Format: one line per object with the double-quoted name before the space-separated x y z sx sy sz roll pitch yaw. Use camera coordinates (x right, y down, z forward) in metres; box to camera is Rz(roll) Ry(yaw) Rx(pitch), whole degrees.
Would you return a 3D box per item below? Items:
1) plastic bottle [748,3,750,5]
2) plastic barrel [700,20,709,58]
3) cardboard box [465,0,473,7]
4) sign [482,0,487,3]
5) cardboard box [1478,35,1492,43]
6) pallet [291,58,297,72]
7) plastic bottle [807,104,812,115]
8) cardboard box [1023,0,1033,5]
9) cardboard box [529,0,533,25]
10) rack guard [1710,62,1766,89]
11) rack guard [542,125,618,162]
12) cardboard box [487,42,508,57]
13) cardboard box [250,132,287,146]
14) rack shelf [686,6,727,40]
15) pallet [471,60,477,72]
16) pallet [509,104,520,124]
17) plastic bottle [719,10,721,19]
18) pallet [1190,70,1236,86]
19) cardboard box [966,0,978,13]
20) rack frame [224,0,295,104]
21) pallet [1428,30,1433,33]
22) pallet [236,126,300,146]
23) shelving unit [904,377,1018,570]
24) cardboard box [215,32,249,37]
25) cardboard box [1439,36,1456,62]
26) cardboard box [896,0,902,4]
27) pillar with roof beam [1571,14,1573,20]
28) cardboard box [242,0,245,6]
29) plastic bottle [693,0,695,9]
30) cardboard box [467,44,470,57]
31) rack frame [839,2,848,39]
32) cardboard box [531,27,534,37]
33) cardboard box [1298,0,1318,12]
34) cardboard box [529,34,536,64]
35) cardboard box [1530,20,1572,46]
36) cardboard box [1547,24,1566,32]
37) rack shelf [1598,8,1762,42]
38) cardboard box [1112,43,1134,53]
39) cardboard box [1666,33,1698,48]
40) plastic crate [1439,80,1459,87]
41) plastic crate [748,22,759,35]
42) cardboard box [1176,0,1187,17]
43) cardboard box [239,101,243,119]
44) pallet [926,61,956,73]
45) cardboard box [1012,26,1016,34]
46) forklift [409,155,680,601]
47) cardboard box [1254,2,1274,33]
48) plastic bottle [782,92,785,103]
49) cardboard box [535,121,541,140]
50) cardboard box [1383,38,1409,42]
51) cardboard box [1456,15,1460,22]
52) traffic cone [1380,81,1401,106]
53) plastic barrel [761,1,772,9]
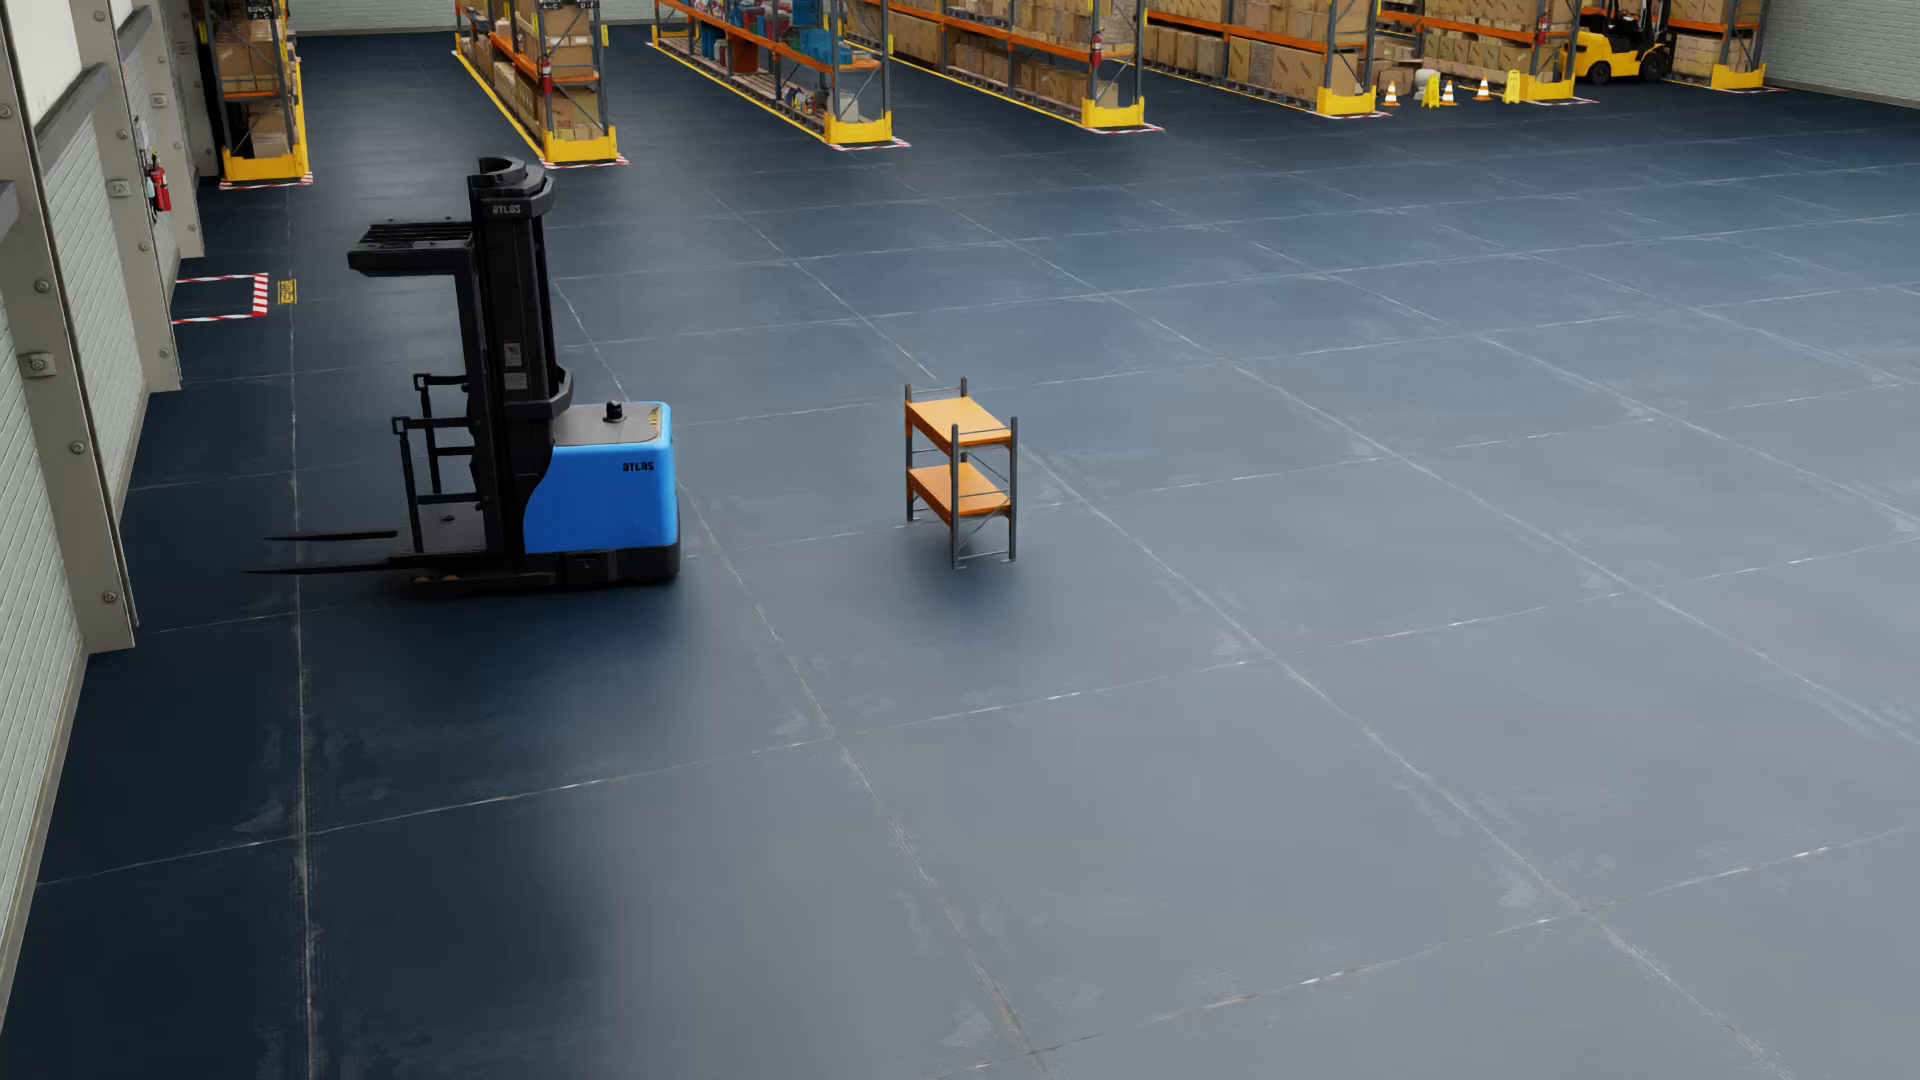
"plastic bottle" -4.723 -11.879 37.237 0.097 0.271 0.097 0 23 0
"plastic barrel" -5.802 -11.870 39.212 0.600 0.901 0.708 -8 24 -19
"cardboard box" -10.656 -12.202 37.169 0.700 0.500 0.500 -18 29 -36
"sign" -9.705 -11.131 33.908 0.100 0.325 0.005 -8 24 -19
"cardboard box" 11.269 -10.661 35.380 0.380 0.149 0.250 -7 24 -17
"pallet" -15.877 -10.930 38.411 1.003 0.211 1.213 -8 24 -19
"plastic bottle" -2.798 -8.004 30.914 0.097 0.201 0.097 0 23 0
"cardboard box" 1.580 -10.880 32.903 0.500 0.500 0.500 -8 24 -19
"cardboard box" -7.093 -9.195 28.904 0.700 0.500 0.500 -8 24 -19
"rack guard" 16.816 -10.044 35.937 1.175 0.500 0.348 -8 24 -19
"rack guard" -6.366 -6.644 27.871 1.175 0.500 0.348 -8 24 -19
"cardboard box" -9.775 -10.436 35.334 0.500 0.250 0.500 -7 24 -17
"cardboard box" -11.369 -6.559 27.344 0.500 0.311 0.500 -6 24 -15
"rack shelf" -5.272 -11.785 37.776 1.077 0.370 4.000 -8 24 -19
"pallet" -10.855 -11.130 38.885 1.003 0.211 1.213 -8 24 -19
"pallet" -8.084 -8.236 32.018 1.003 0.211 1.213 -8 24 -19
"plastic bottle" -5.247 -11.551 36.548 0.097 0.201 0.097 0 23 0
"pallet" 5.814 -10.245 36.786 1.003 0.211 1.213 -8 24 -19
"cardboard box" 0.445 -11.553 35.952 0.500 0.250 0.500 -9 24 -20
"rack frame" -13.834 -10.031 32.687 1.000 3.000 0.127 -8 24 -19
"pallet" 13.326 -13.546 44.617 1.003 0.211 1.213 -8 24 -19
"pallet" -12.150 -7.053 29.213 1.003 0.211 1.213 -8 24 -19
"shelving unit" -0.002 -0.521 12.537 0.538 1.125 1.048 -8 24 -19
"cardboard box" -11.728 -7.923 26.888 0.500 0.500 0.500 -9 24 -20
"cardboard box" 10.908 -10.804 36.554 0.500 0.500 0.500 -7 24 -17
"cardboard box" -1.238 -13.185 40.042 0.500 0.500 0.500 -8 24 -19
"pillar with roof beam" 11.258 -15.935 38.972 9.100 9.000 0.400 -8 24 -19
"cardboard box" -13.556 -10.342 31.896 0.380 0.149 0.250 -13 26 -28
"plastic bottle" -6.201 -12.549 38.813 0.061 0.283 0.133 -8 24 -19
"cardboard box" -11.345 -11.569 39.233 0.500 0.311 0.500 -8 24 -19
"rack frame" -2.758 -14.976 44.421 1.000 3.000 0.127 -8 24 -19
"cardboard box" -7.238 -8.826 28.864 0.380 0.149 0.250 -9 24 -20
"cardboard box" 7.195 -10.701 32.693 0.875 0.550 0.550 -8 24 -19
"cardboard box" -7.259 -8.770 29.568 0.700 0.500 0.500 -8 24 -18
"cardboard box" 14.665 -12.501 41.066 0.875 0.625 0.625 -9 25 -21
"cardboard box" 12.239 -10.559 34.263 0.380 0.149 0.250 -8 24 -19
"rack shelf" 16.101 -11.600 37.336 1.077 0.370 4.000 -8 24 -19
"cardboard box" 3.017 -9.183 31.000 0.380 0.149 0.250 -8 24 -19
"cardboard box" 15.980 -11.083 36.896 0.500 0.250 0.500 -8 24 -18
"plastic crate" 10.540 -9.948 36.248 0.402 0.080 0.583 -18 29 -37
"plastic crate" -4.032 -10.433 33.914 0.450 0.188 0.662 -8 24 -19
"cardboard box" 5.184 -12.010 37.255 0.500 0.500 0.500 -9 24 -20
"cardboard box" -12.926 -8.074 30.697 0.700 0.500 0.500 -9 24 -20
"pallet" -0.140 -11.081 38.770 1.003 0.211 1.213 -8 24 -19
"cardboard box" 1.276 -10.381 33.841 0.380 0.149 0.250 -8 24 -19
"forklift" -3.590 -1.139 11.679 3.031 2.935 1.130 -3 23 -8
"cardboard box" 6.595 -10.788 34.289 0.875 0.550 0.550 -8 24 -19
"plastic bottle" -3.414 -8.637 32.417 0.097 0.201 0.097 0 23 0
"cardboard box" -7.028 -7.066 28.652 0.500 0.250 0.500 -8 24 -19
"cardboard box" 10.060 -11.662 39.400 0.950 0.372 0.625 -8 24 -17
"cardboard box" 11.002 -11.337 36.111 0.380 0.149 0.250 -8 24 -19
"traffic cone" 8.711 -9.025 33.568 0.336 0.463 0.334 -8 24 -19
"plastic barrel" -4.002 -11.097 35.073 0.421 0.512 0.421 0 23 0
